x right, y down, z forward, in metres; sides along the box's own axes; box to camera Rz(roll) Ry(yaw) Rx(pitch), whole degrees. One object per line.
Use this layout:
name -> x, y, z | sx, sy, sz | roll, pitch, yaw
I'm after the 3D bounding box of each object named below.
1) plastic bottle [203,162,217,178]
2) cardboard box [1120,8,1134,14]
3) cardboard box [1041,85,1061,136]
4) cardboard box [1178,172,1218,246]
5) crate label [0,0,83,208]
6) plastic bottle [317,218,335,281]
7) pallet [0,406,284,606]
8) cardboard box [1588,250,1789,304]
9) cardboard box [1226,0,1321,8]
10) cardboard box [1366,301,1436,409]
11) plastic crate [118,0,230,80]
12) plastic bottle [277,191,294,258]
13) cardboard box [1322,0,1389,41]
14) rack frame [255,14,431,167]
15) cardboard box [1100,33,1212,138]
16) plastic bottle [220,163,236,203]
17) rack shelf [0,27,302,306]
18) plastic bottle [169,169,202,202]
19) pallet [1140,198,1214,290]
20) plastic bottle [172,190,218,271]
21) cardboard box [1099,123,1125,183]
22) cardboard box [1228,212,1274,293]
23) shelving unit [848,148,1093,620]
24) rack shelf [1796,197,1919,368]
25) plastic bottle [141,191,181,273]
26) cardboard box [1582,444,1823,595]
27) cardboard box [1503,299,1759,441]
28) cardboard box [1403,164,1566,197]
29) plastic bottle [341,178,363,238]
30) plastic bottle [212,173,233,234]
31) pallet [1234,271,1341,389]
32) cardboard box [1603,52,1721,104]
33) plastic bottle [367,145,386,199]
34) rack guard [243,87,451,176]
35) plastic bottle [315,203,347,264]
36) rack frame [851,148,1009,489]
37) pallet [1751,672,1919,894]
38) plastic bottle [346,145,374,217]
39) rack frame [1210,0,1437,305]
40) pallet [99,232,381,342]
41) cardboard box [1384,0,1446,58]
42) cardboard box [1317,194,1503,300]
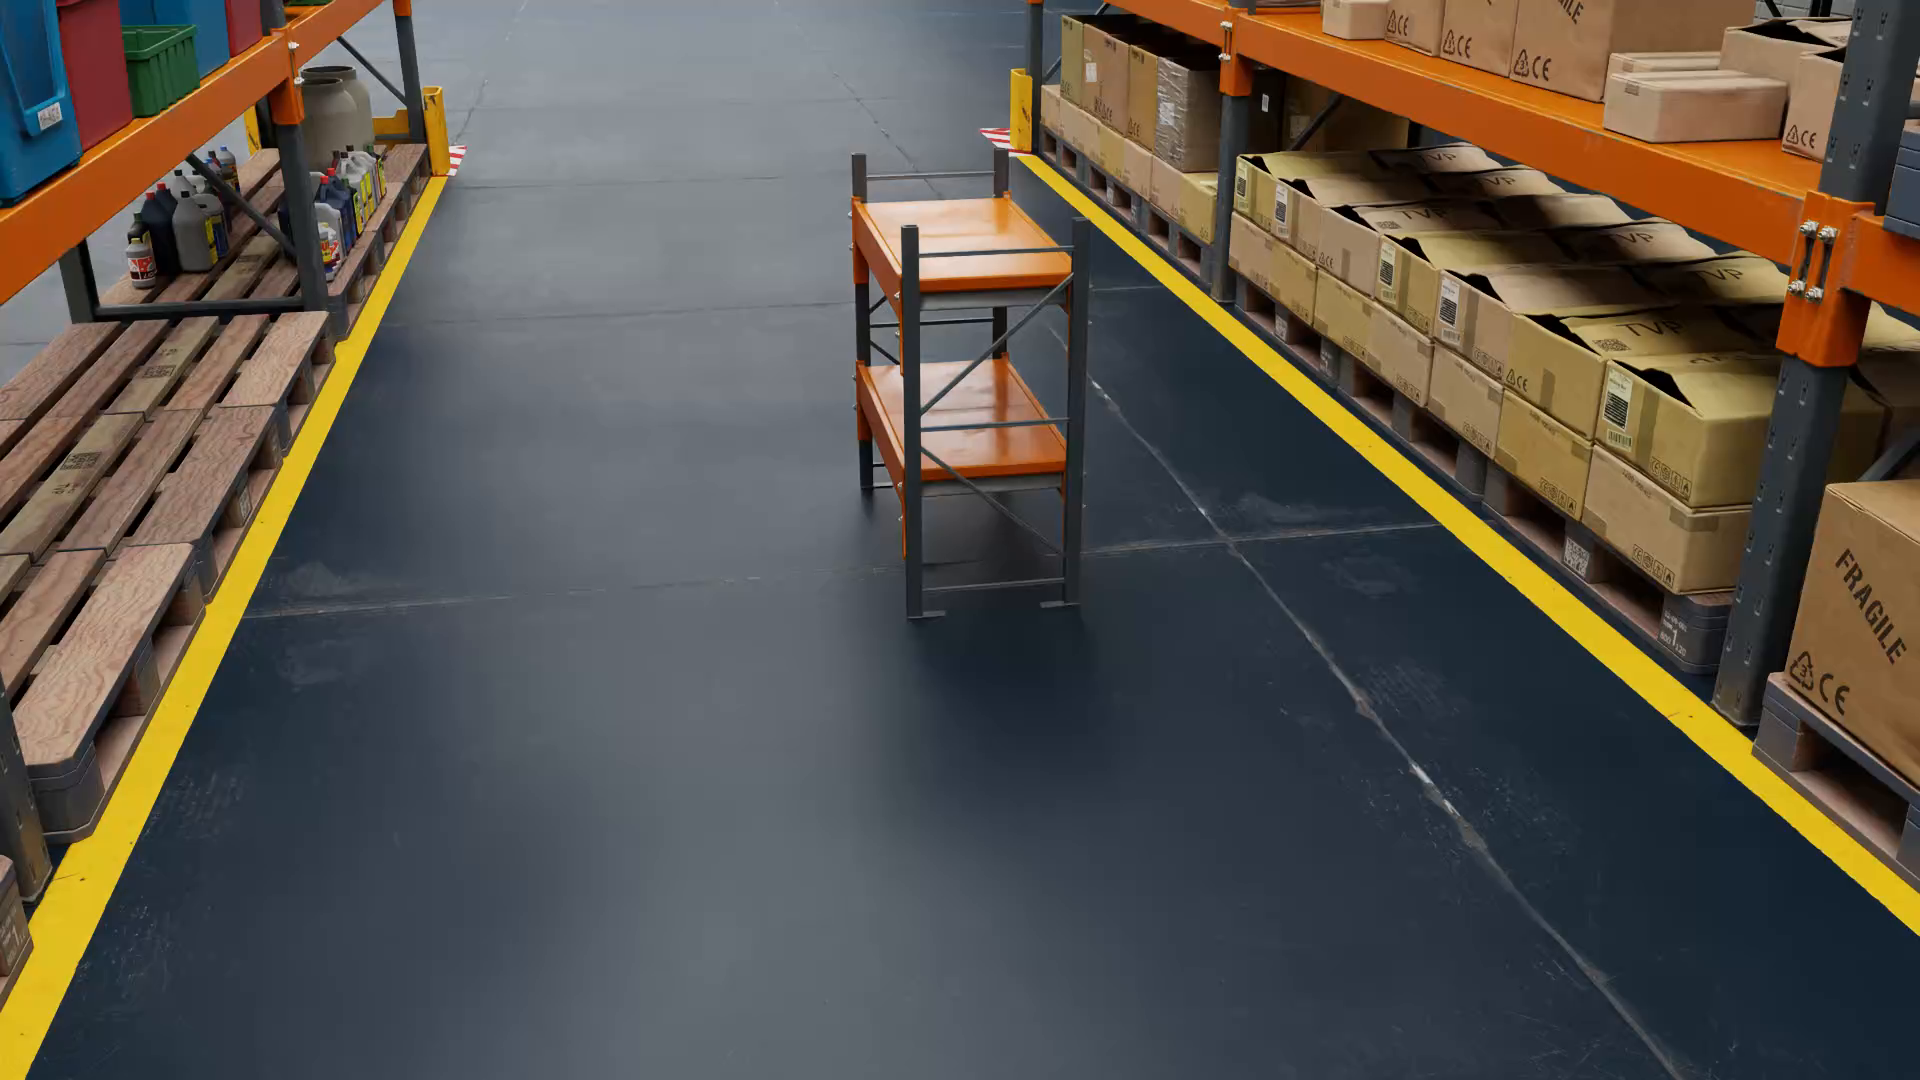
plastic bottle -> -3.810, -1.781, 8.440 | 0.097, 0.271, 0.097 | 0, 24, 0
cardboard box -> 1.339, -3.193, 10.786 | 0.500, 0.500, 0.500 | -4, 24, -10
cardboard box -> 0.828, -2.810, 10.848 | 0.500, 0.250, 0.500 | -4, 24, -10
cardboard box -> 1.387, -1.631, 8.147 | 0.500, 0.250, 0.500 | -4, 24, -10
crate label -> -2.360, -1.021, 3.795 | 0.502, 0.435, 0.616 | -4, 24, -10
plastic bottle -> -2.810, -1.276, 7.283 | 0.097, 0.271, 0.097 | 0, 24, 0
pallet -> -2.769, -0.102, 5.220 | 1.003, 0.211, 1.213 | -4, 24, -10
cardboard box -> 2.421, -0.783, 5.504 | 0.500, 0.311, 0.500 | -5, 24, -11
cardboard box -> 1.599, -2.752, 7.678 | 0.700, 0.500, 0.500 | -5, 24, -11
cardboard box -> 1.803, -0.683, 5.976 | 0.500, 0.250, 0.500 | -4, 24, -9
plastic crate -> -2.672, -1.749, 5.526 | 0.392, 0.384, 0.575 | -4, 24, -10
plastic bottle -> -3.065, -1.492, 7.679 | 0.144, 0.351, 0.185 | -4, 24, -10
cardboard box -> 1.650, -2.053, 6.518 | 0.380, 0.149, 0.250 | -4, 24, -10
rack frame -> -3.921, -3.740, 10.066 | 1.000, 3.000, 0.127 | -4, 24, -10
cardboard box -> 1.103, -2.564, 9.347 | 0.500, 0.500, 0.500 | -4, 24, -10
plastic bottle -> -3.873, -1.883, 8.759 | 0.097, 0.201, 0.097 | 0, 24, 0
rack shelf -> -2.812, -1.051, 4.807 | 1.077, 0.370, 4.000 | -4, 24, -10
plastic bottle -> -3.679, -1.589, 7.901 | 0.144, 0.351, 0.185 | -4, 24, -10
pallet -> 1.581, -1.570, 8.581 | 1.003, 0.211, 1.213 | -4, 24, -10
plastic bottle -> -3.442, -1.397, 7.462 | 0.144, 0.351, 0.185 | -4, 24, -10
cardboard box -> 1.104, -2.220, 9.497 | 0.500, 0.250, 0.500 | -4, 24, -10
cardboard box -> 1.518, -1.288, 7.361 | 0.500, 0.250, 0.500 | -5, 24, -11
shelving unit -> 0.001, -0.513, 5.019 | 0.538, 1.125, 1.048 | -4, 24, -10
rack shelf -> 2.797, 0.158, 2.040 | 1.077, 0.370, 4.000 | -4, 24, -10
plastic bottle -> -3.584, -1.387, 7.437 | 0.144, 0.351, 0.185 | -5, 24, -11
cardboard box -> 2.090, -0.080, 4.596 | 0.500, 0.250, 0.500 | -4, 24, -8
cardboard box -> 1.985, -0.540, 4.948 | 0.500, 0.311, 0.500 | -5, 24, -11
cardboard box -> 2.146, -1.379, 6.870 | 0.500, 0.311, 0.500 | -4, 24, -8
plastic bottle -> -2.947, -1.614, 8.043 | 0.061, 0.283, 0.133 | -3, 24, -7
plastic bottle -> -3.601, -1.631, 8.080 | 0.061, 0.283, 0.133 | -4, 24, -10
pallet -> 1.862, -0.967, 7.201 | 1.003, 0.211, 1.213 | -4, 24, -10
cardboard box -> 2.136, -1.341, 4.887 | 0.380, 0.149, 0.250 | -3, 24, -6
plastic bottle -> -3.111, -1.963, 8.840 | 0.061, 0.283, 0.133 | -4, 24, -8
rack guard -> -3.861, -2.568, 10.506 | 1.175, 0.500, 0.348 | -4, 24, -10
plastic bottle -> -2.896, -1.403, 7.569 | 0.152, 0.276, 0.135 | -3, 24, -8
rack frame -> -0.093, -0.713, 5.477 | 0.500, 1.125, 0.032 | -4, 24, -10
pallet -> 2.528, 0.616, 3.577 | 1.003, 0.211, 1.213 | -4, 24, -10
plastic bottle -> -3.071, -1.817, 8.424 | 0.144, 0.351, 0.185 | -3, 24, -8
rack frame -> 1.687, -2.532, 7.300 | 1.000, 3.000, 0.127 | -4, 24, -10
pallet -> -3.265, -1.156, 7.634 | 1.003, 0.211, 1.213 | -4, 24, -10
cardboard box -> 1.911, -2.067, 6.111 | 0.500, 0.500, 0.500 | -3, 24, -6
cardboard box -> 1.703, -1.140, 6.322 | 0.500, 0.311, 0.500 | -5, 24, -11
